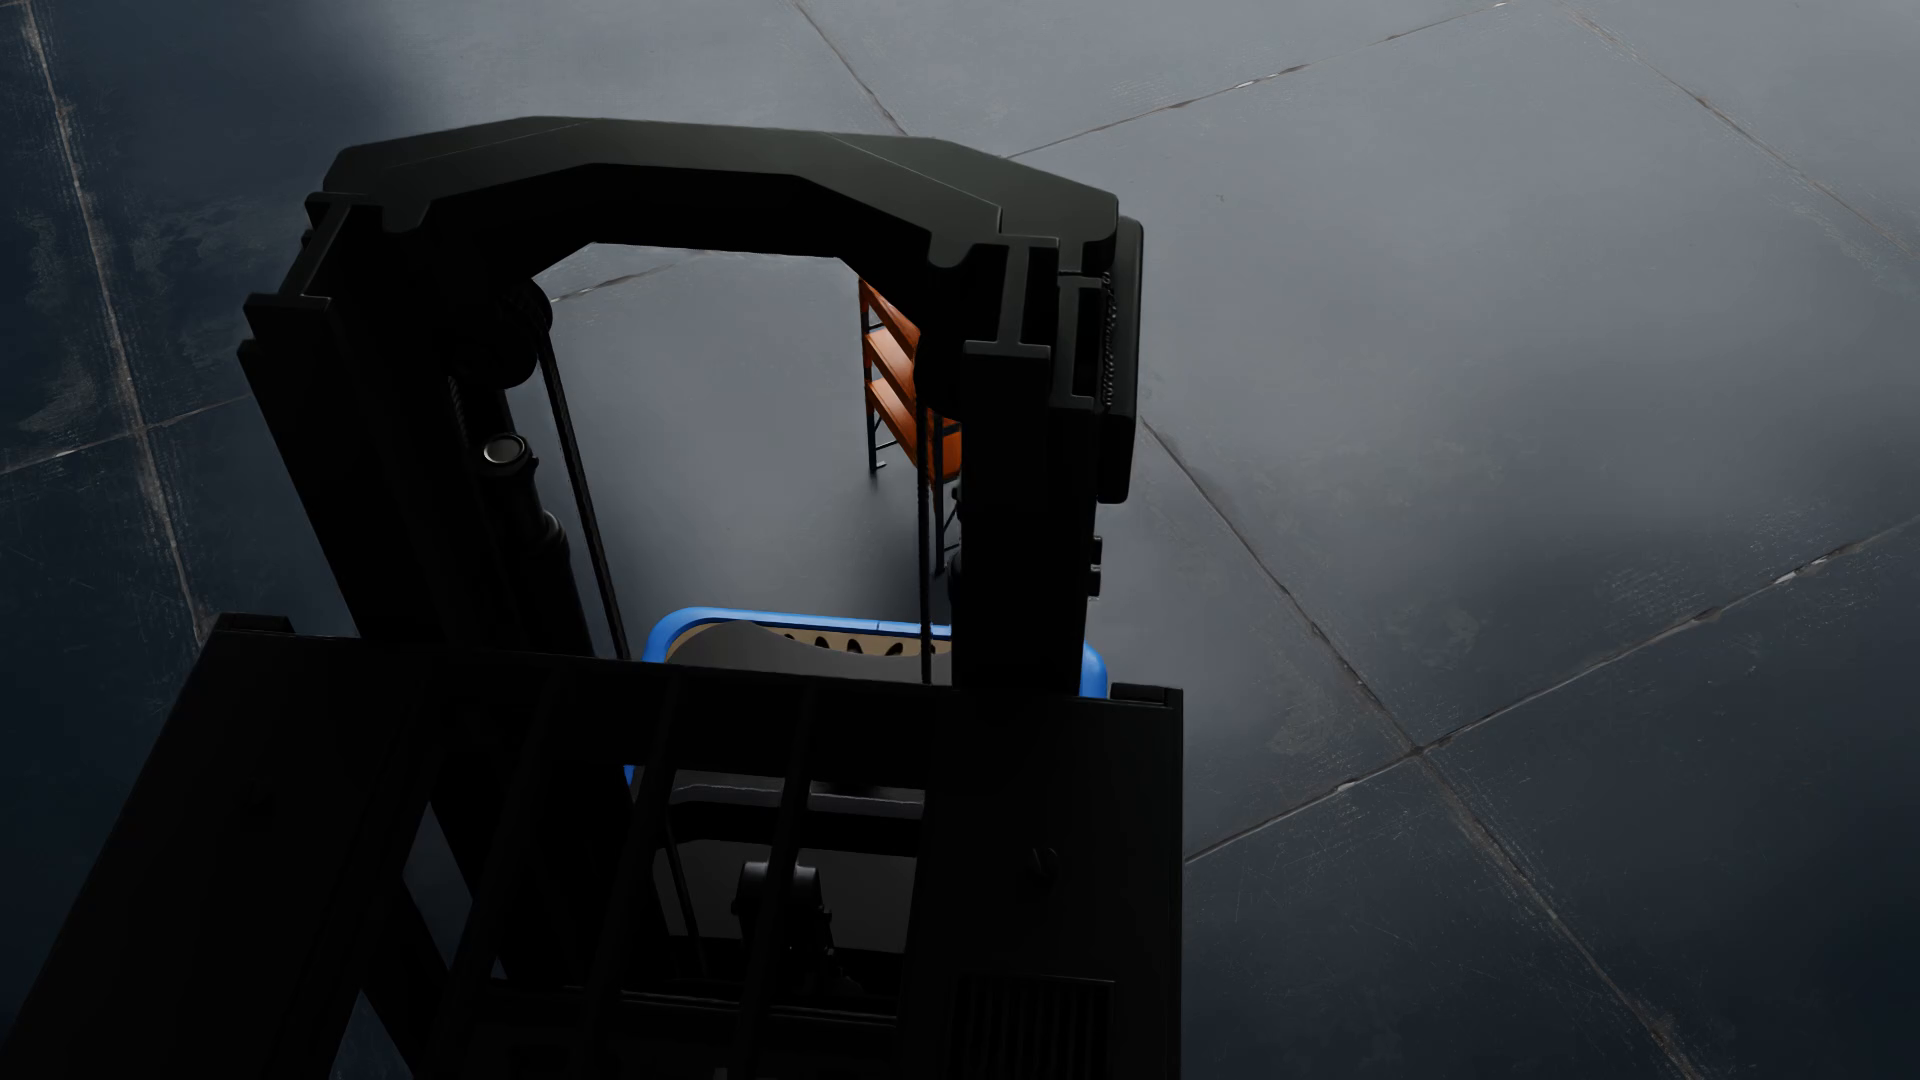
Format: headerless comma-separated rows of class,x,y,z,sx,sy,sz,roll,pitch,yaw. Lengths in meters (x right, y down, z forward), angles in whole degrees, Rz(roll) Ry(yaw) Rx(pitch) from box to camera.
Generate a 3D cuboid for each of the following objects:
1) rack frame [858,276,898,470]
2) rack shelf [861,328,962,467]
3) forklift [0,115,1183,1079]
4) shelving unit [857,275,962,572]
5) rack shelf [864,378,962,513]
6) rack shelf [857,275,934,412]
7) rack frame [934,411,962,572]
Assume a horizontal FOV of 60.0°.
rack frame,-0.187,-0.669,5.038,0.240,1.200,0.015,-21,52,-18
rack shelf,-0.076,-0.462,4.946,0.258,0.148,0.480,-21,52,-18
forklift,-0.326,1.025,2.406,1.130,2.935,3.031,4,49,4
shelving unit,-0.076,-0.506,4.895,0.258,1.200,0.503,-21,52,-18
rack shelf,-0.076,-0.331,5.095,0.258,0.148,0.480,-21,52,-18
rack shelf,-0.076,-0.609,4.778,0.258,0.148,0.480,-21,52,-18
rack frame,0.036,-0.342,4.752,0.240,1.200,0.015,-21,52,-18
